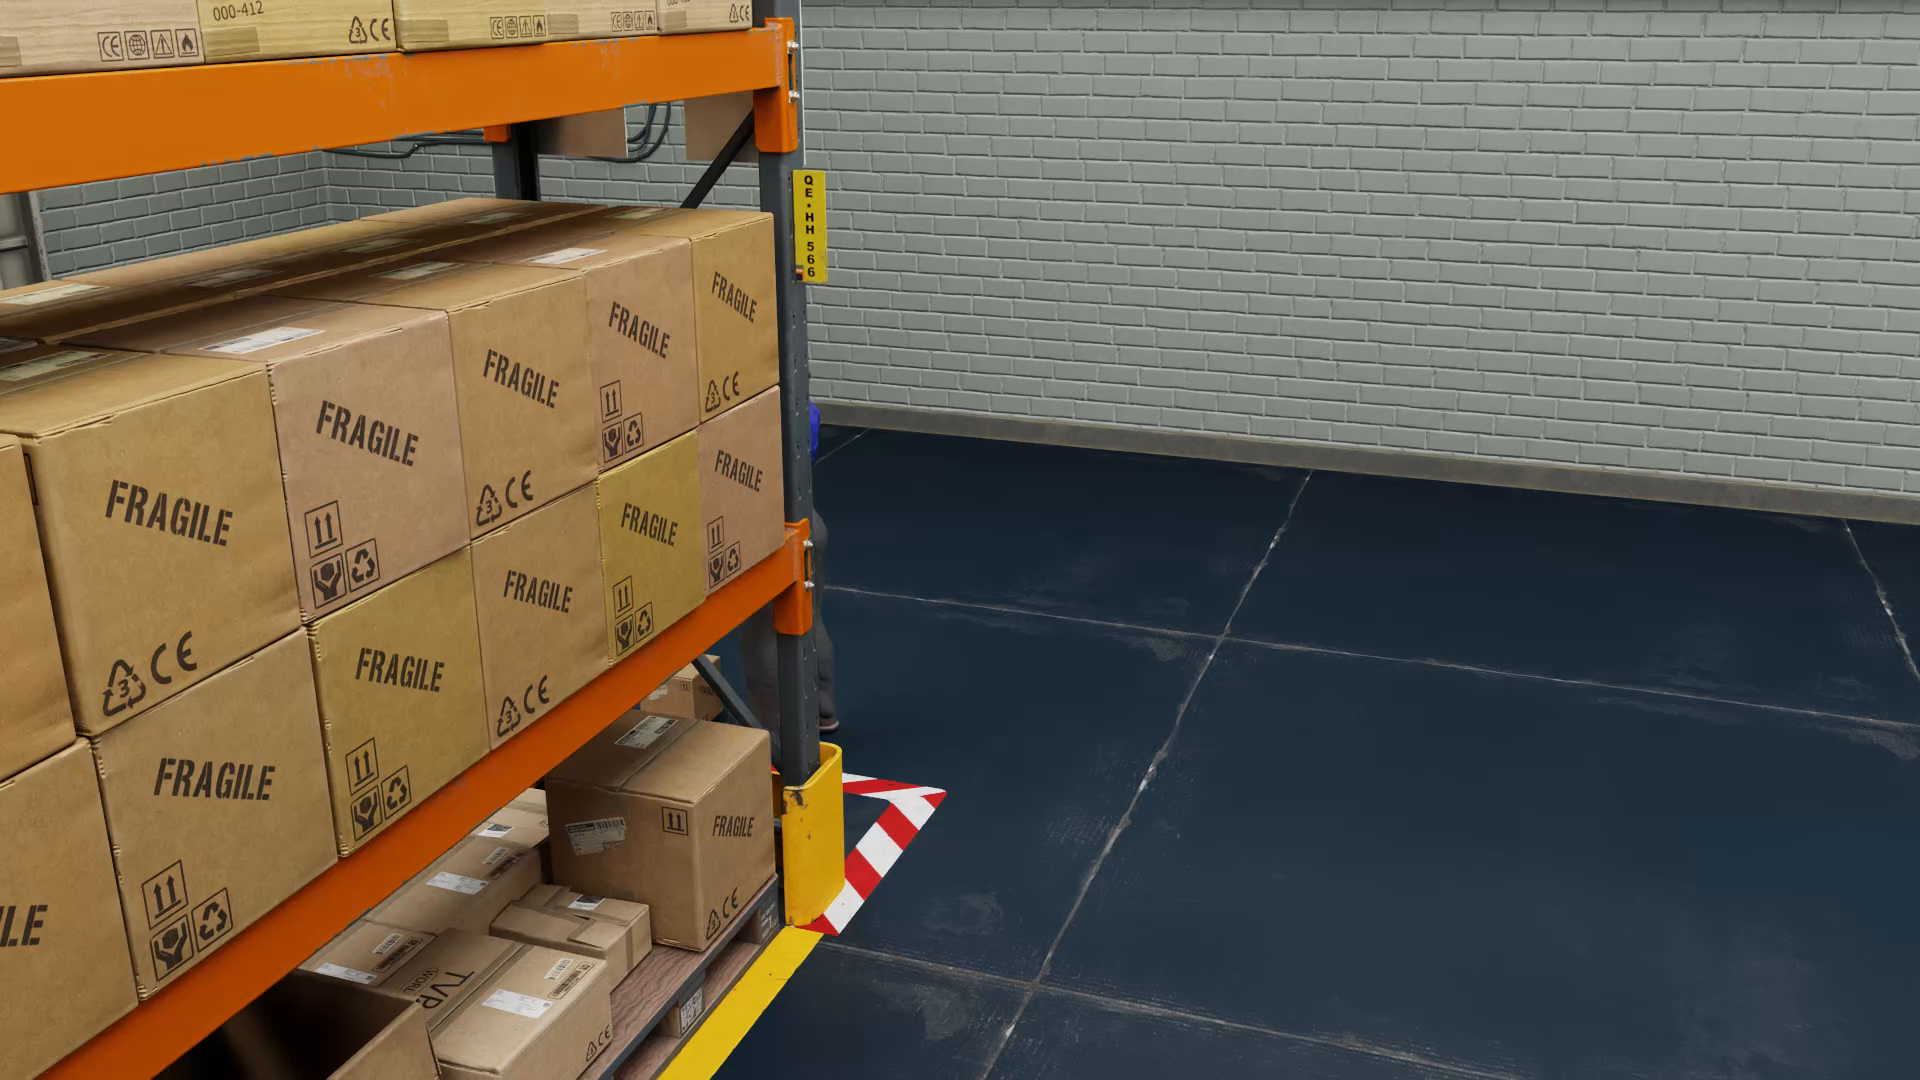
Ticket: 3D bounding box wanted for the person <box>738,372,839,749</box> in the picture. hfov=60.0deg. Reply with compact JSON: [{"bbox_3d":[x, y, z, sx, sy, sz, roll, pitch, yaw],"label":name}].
[{"bbox_3d":[-0.740,0.015,6.523,0.419,1.656,0.440,7,20,20],"label":"person"}]
